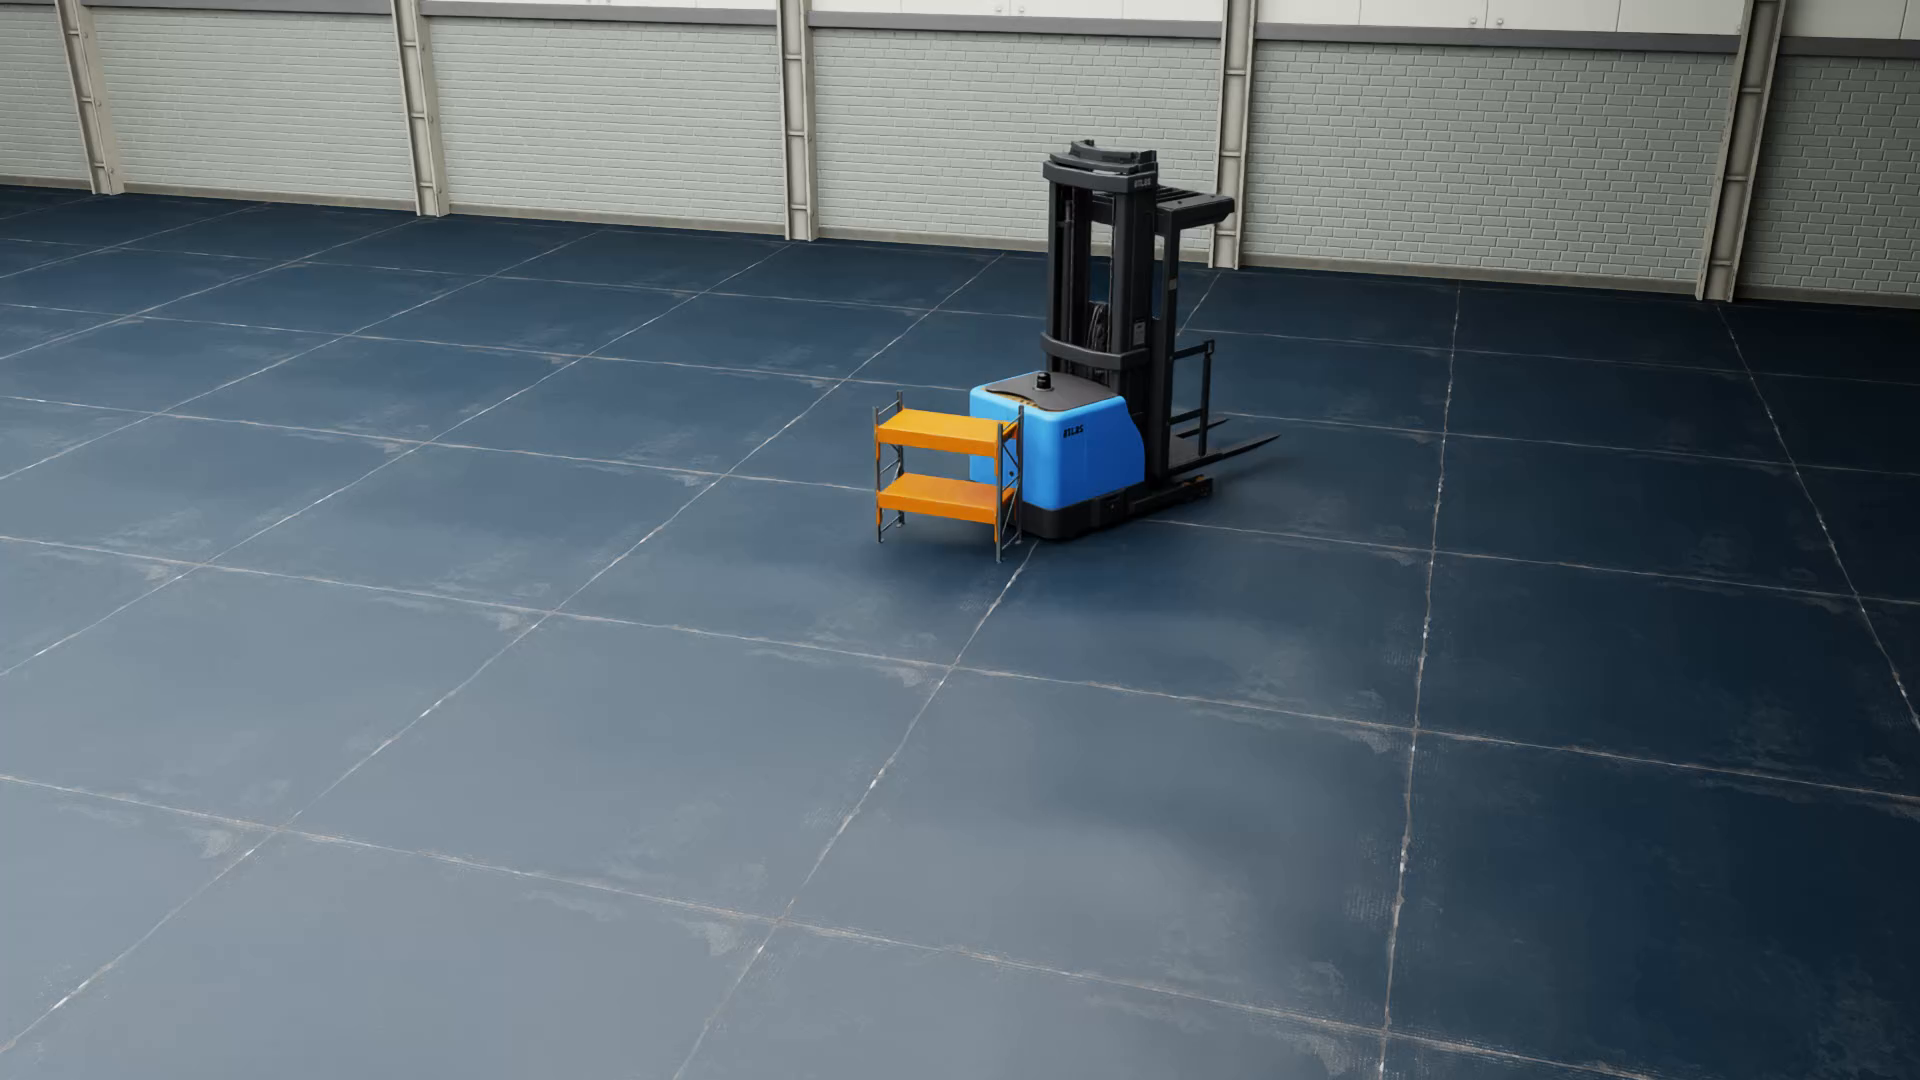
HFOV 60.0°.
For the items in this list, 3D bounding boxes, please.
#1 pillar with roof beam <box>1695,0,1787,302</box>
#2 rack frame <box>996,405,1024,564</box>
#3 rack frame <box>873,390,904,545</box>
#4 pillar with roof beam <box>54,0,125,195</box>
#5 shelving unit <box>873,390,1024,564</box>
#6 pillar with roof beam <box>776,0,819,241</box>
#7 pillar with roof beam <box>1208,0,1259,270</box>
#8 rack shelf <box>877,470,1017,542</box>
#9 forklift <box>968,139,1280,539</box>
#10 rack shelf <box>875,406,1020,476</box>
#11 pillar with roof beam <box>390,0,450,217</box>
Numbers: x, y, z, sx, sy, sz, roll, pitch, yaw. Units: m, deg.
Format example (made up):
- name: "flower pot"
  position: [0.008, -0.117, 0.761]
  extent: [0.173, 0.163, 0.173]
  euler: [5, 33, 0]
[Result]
- name: "pillar with roof beam"
  position: [8.008, -5.570, 14.897]
  extent: [0.400, 9.000, 9.100]
  euler: [7, 23, 16]
- name: "rack frame"
  position: [0.384, -0.428, 12.736]
  extent: [0.032, 1.125, 0.500]
  euler: [9, 24, 20]
- name: "rack frame"
  position: [-0.560, -0.571, 13.086]
  extent: [0.032, 1.125, 0.500]
  euler: [9, 24, 20]
- name: "pillar with roof beam"
  position: [-14.969, -8.201, 21.311]
  extent: [0.400, 9.000, 9.100]
  euler: [7, 23, 16]
- name: "shelving unit"
  position: [-0.088, -0.500, 12.911]
  extent: [1.048, 1.125, 0.538]
  euler: [9, 24, 20]
- name: "pillar with roof beam"
  position: [-3.480, -6.886, 18.104]
  extent: [0.400, 9.000, 9.100]
  euler: [7, 23, 16]
- name: "pillar with roof beam"
  position: [2.264, -6.228, 16.500]
  extent: [0.400, 9.000, 9.100]
  euler: [7, 23, 16]
- name: "rack shelf"
  position: [-0.088, -0.273, 13.004]
  extent: [1.000, 0.278, 0.538]
  euler: [9, 24, 20]
- name: "forklift"
  position: [1.507, -1.809, 13.724]
  extent: [3.031, 2.935, 1.130]
  euler: [-18, 29, -37]
- name: "rack shelf"
  position: [-0.088, -0.770, 12.800]
  extent: [1.000, 0.278, 0.538]
  euler: [9, 24, 20]
- name: "pillar with roof beam"
  position: [-9.224, -7.543, 19.707]
  extent: [0.400, 9.000, 9.100]
  euler: [7, 23, 16]
